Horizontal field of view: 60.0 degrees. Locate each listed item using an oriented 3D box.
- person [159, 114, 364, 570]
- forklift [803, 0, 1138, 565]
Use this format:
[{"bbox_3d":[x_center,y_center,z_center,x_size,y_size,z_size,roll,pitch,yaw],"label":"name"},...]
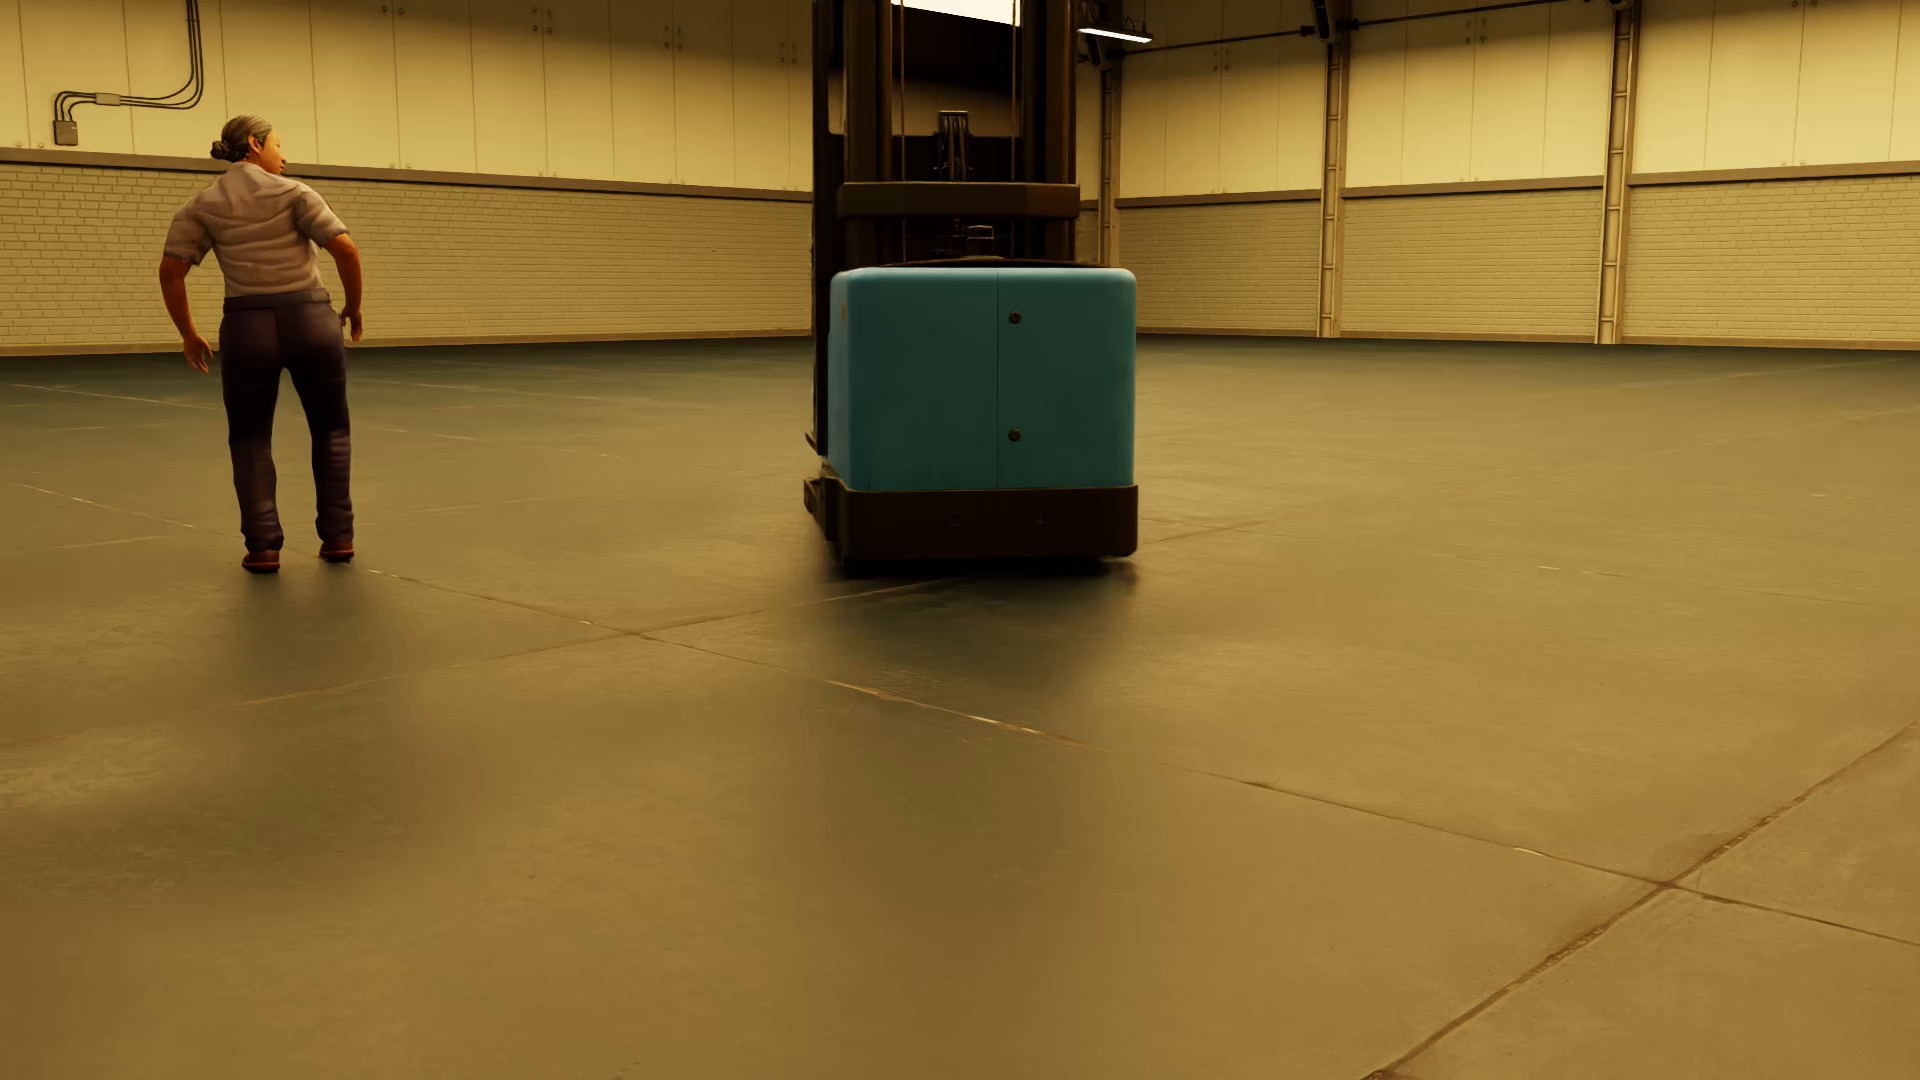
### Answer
[{"bbox_3d":[-2.508,-0.710,6.024,0.674,1.625,0.478,-3,9,-18],"label":"person"},{"bbox_3d":[-0.104,-1.539,7.096,1.130,2.935,3.031,-1,9,-9],"label":"forklift"}]
